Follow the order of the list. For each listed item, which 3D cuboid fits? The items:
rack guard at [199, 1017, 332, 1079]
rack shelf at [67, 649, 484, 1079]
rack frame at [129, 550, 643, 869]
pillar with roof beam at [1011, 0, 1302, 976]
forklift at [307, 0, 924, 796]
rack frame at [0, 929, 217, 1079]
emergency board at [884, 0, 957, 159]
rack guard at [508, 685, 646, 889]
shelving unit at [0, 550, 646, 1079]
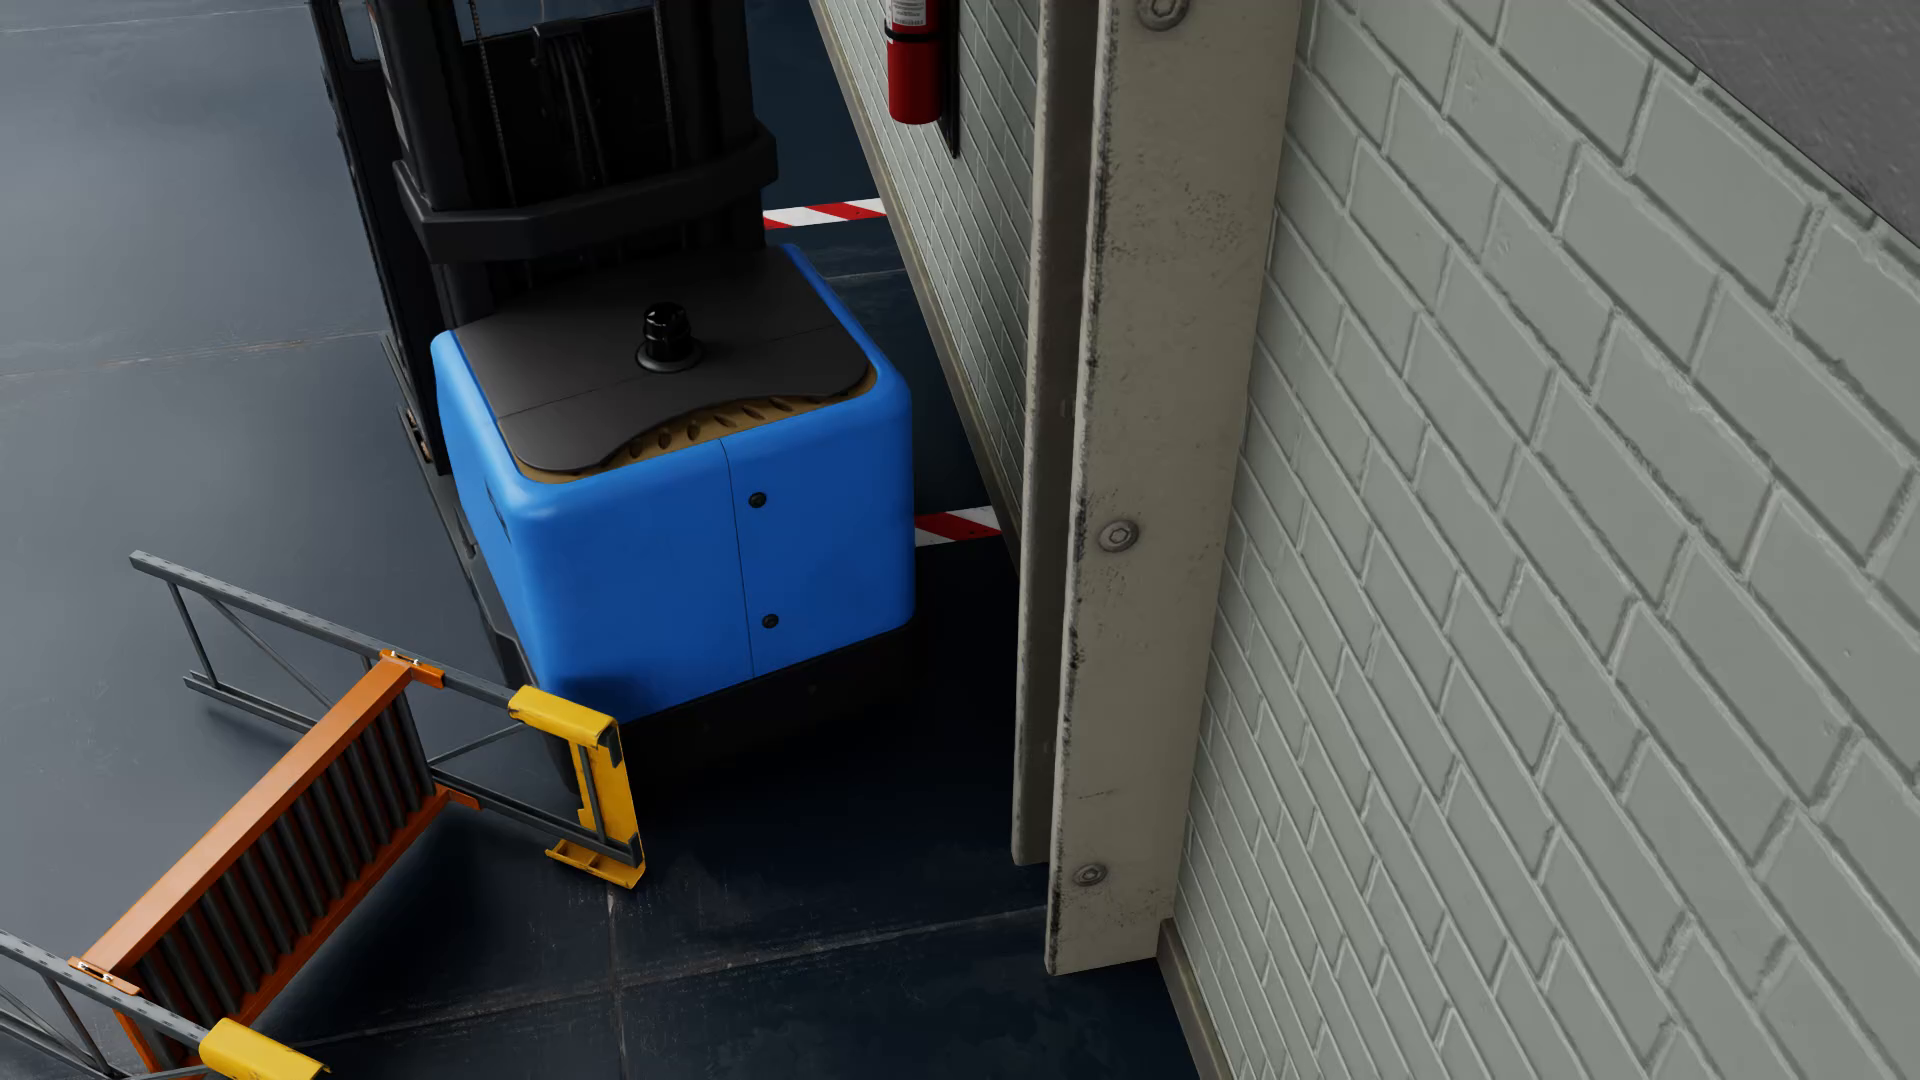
[{"bbox_3d":[-1.356,1.216,3.418,0.250,0.587,0.087,17,44,18],"label":"rack guard"},{"bbox_3d":[-1.546,0.786,3.903,0.185,0.538,1.000,17,44,18],"label":"rack shelf"},{"bbox_3d":[-1.495,0.430,4.304,1.500,0.500,0.032,17,44,18],"label":"rack frame"},{"bbox_3d":[-3.878,-1.836,0.539,9.100,9.000,0.400,-8,42,-9],"label":"pillar with roof beam"},{"bbox_3d":[-1.218,-1.390,4.608,1.130,2.935,3.031,-19,45,-20],"label":"forklift"},{"bbox_3d":[-1.923,1.043,3.615,1.308,0.475,0.013,17,44,18],"label":"rack frame"},{"bbox_3d":[-0.171,-1.816,5.037,0.194,1.169,0.643,-8,42,-9],"label":"emergency board"},{"bbox_3d":[-0.937,0.616,4.094,0.250,0.587,0.087,17,44,18],"label":"rack guard"},{"bbox_3d":[-1.713,0.741,3.953,1.500,0.587,1.083,17,44,18],"label":"shelving unit"}]
